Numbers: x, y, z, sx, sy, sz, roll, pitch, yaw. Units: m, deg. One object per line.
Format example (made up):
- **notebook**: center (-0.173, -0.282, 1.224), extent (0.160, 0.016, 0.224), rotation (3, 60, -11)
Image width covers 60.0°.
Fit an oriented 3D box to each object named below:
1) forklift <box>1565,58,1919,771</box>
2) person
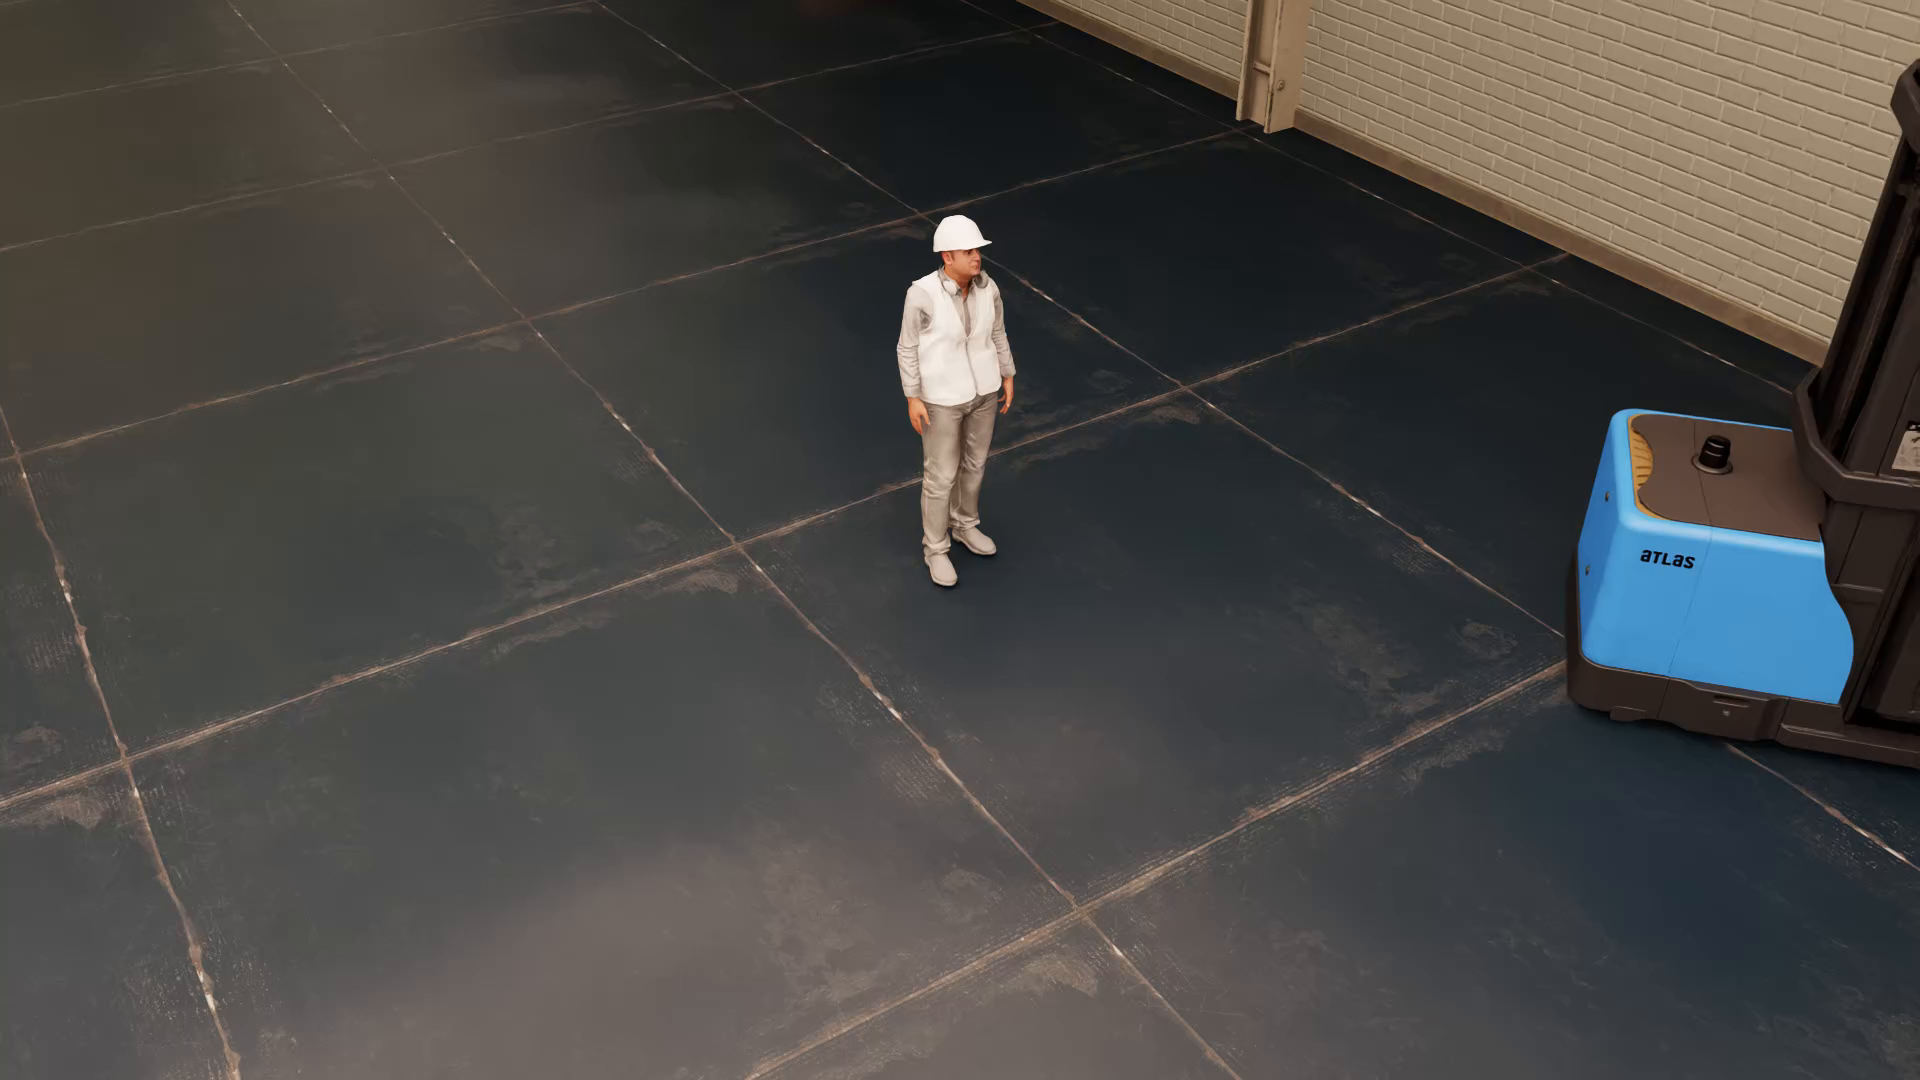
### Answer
- **forklift**: center (4.347, -0.449, 6.787), extent (3.031, 2.935, 1.130), rotation (9, 36, 13)
- **person**: center (0.027, -0.700, 8.137), extent (0.632, 1.773, 0.568), rotation (-21, 40, -27)
